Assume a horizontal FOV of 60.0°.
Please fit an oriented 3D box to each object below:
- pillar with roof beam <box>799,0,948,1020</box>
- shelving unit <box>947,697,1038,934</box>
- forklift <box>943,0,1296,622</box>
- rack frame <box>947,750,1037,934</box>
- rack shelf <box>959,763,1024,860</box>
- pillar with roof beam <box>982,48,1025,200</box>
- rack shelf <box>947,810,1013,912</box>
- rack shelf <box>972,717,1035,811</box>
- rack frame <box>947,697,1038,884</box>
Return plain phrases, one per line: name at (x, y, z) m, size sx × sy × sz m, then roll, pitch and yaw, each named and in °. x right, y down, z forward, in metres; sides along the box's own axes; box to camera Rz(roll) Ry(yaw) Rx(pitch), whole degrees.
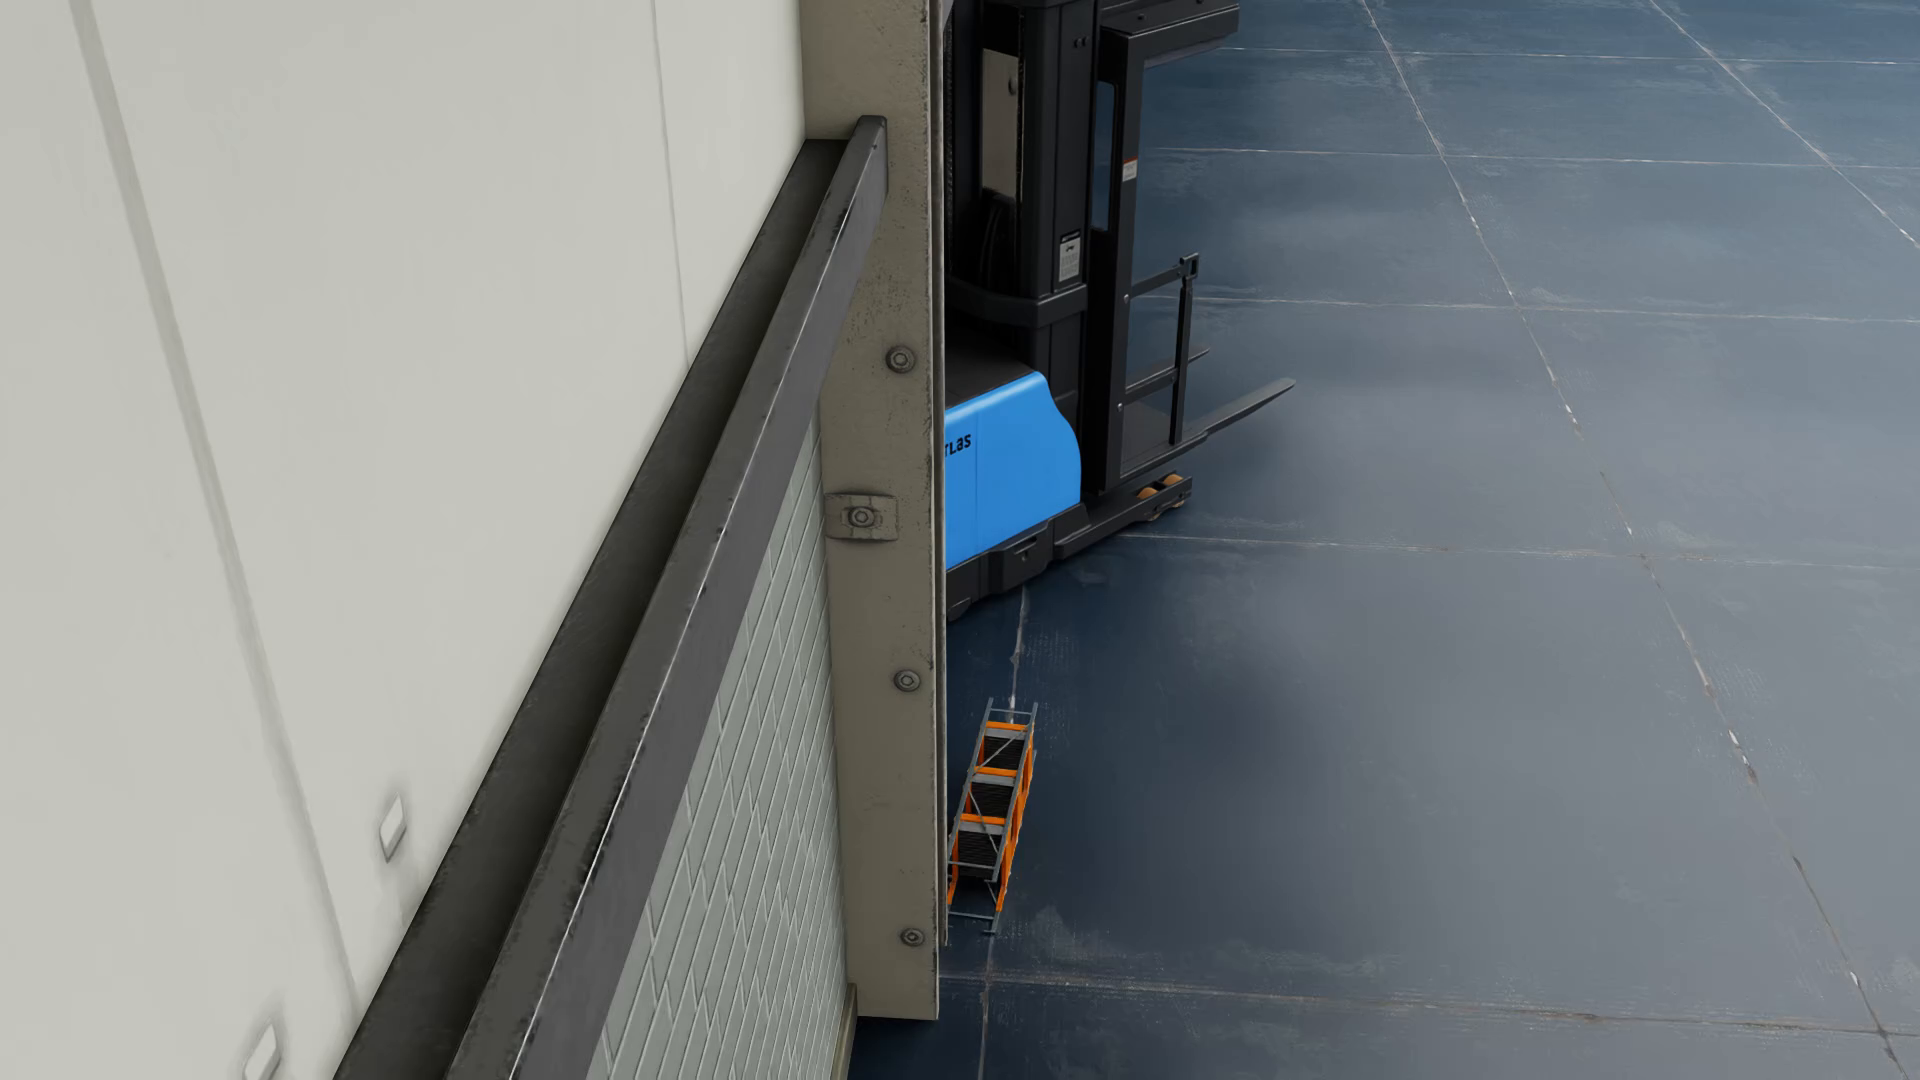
pillar with roof beam at (4.076, -2.135, 3.137) m, size 9.100 × 9.000 × 0.400 m, roll 2°, pitch 32°, yaw 4°
shelving unit at (0.122, 1.024, 6.342) m, size 0.215 × 0.252 × 1.050 m, roll 5°, pitch 32°, yaw 9°
forklift at (0.549, -1.522, 7.925) m, size 3.031 × 2.935 × 1.130 m, roll -27°, pitch 40°, yaw -36°
rack frame at (0.122, 1.128, 6.406) m, size 0.200 × 0.008 × 1.050 m, roll 5°, pitch 32°, yaw 9°
rack shelf at (0.120, 1.030, 6.333) m, size 0.215 × 0.240 × 0.259 m, roll 5°, pitch 32°, yaw 9°
pillar with roof beam at (4.565, -5.273, 8.228) m, size 9.100 × 9.000 × 0.400 m, roll 2°, pitch 32°, yaw 4°
rack shelf at (0.070, 1.173, 6.101) m, size 0.215 × 0.240 × 0.259 m, roll 5°, pitch 32°, yaw 9°
rack shelf at (0.172, 0.883, 6.571) m, size 0.215 × 0.240 × 0.259 m, roll 5°, pitch 32°, yaw 9°
rack frame at (0.122, 0.920, 6.278) m, size 0.200 × 0.008 × 1.050 m, roll 5°, pitch 32°, yaw 9°
